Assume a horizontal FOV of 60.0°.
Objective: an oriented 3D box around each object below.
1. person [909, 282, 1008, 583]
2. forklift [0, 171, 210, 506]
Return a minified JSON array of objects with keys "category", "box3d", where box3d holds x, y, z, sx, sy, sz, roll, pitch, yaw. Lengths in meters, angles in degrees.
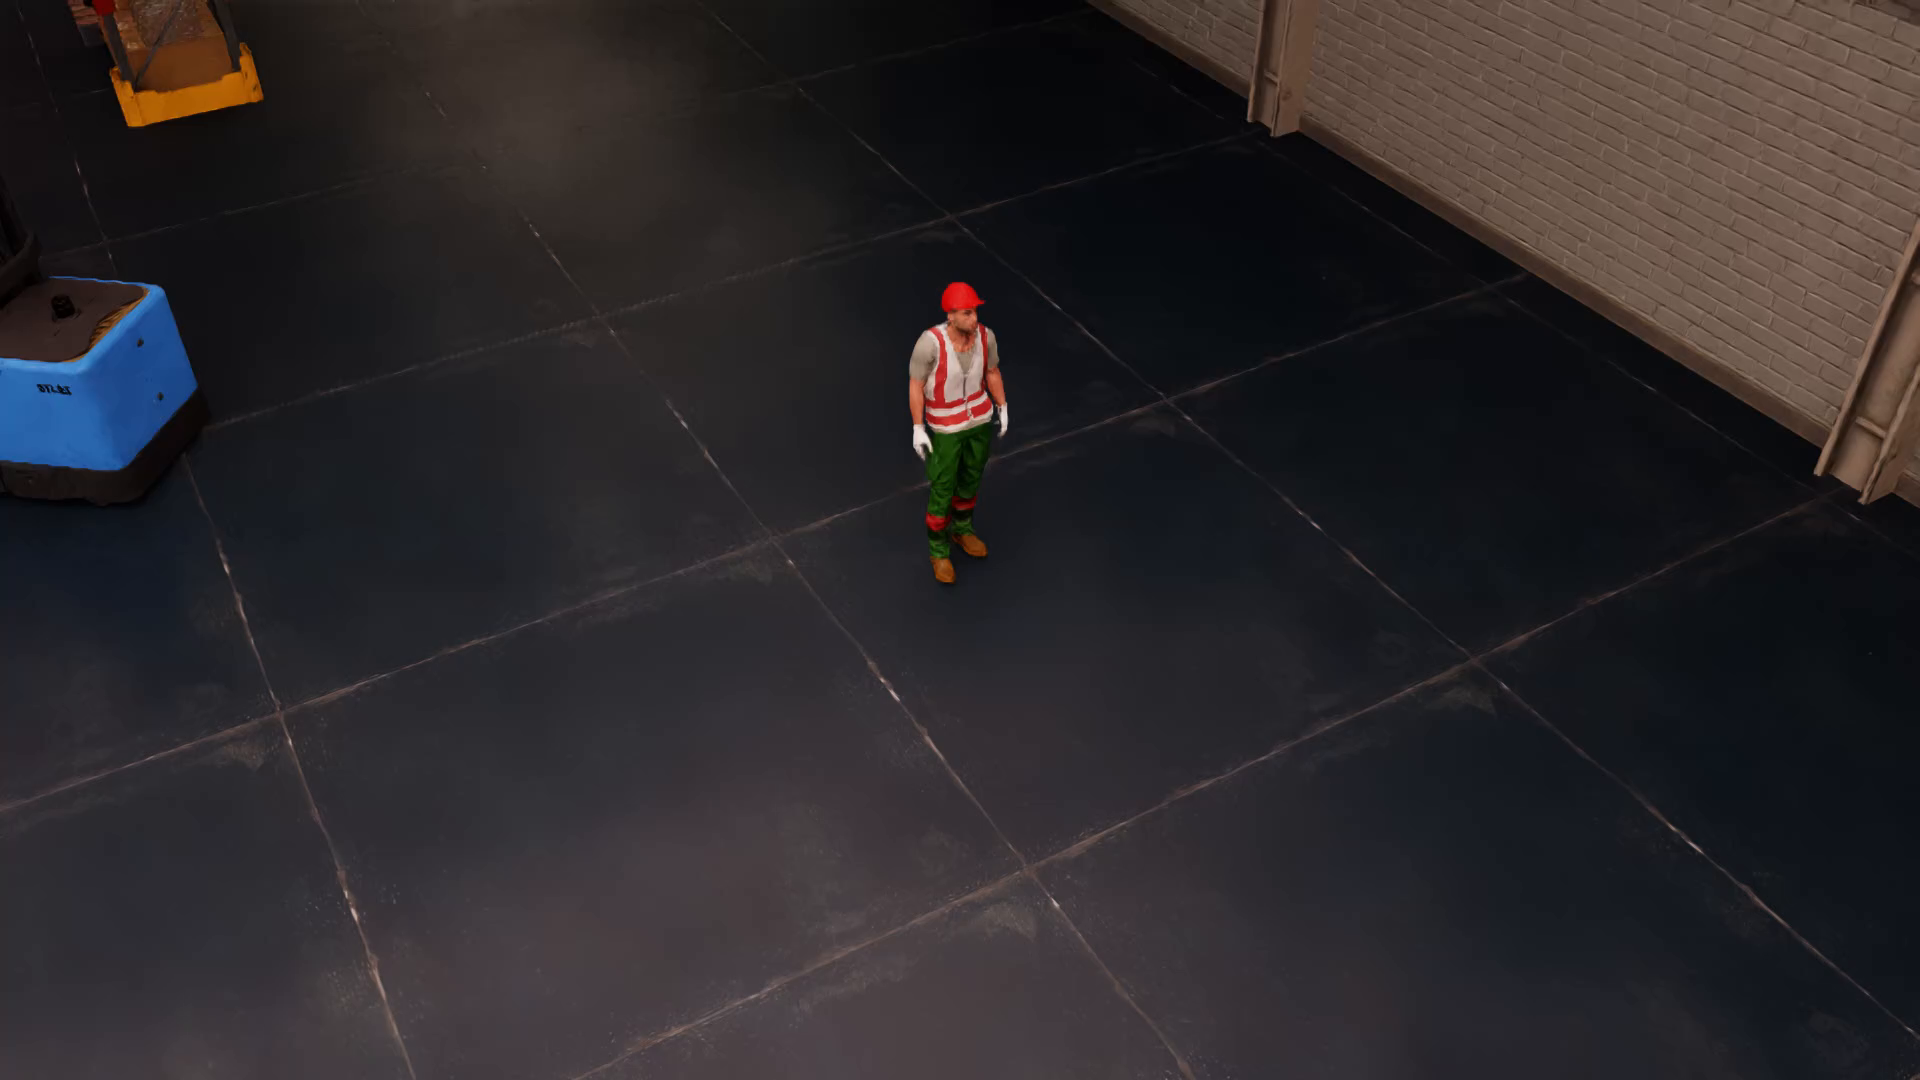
[{"category":"person","box3d":[0.031,-0.646,9.699,0.637,1.787,0.563,-20,44,-23]},{"category":"forklift","box3d":[-6.625,-1.780,10.182,3.031,2.935,1.130,6,40,7]}]
